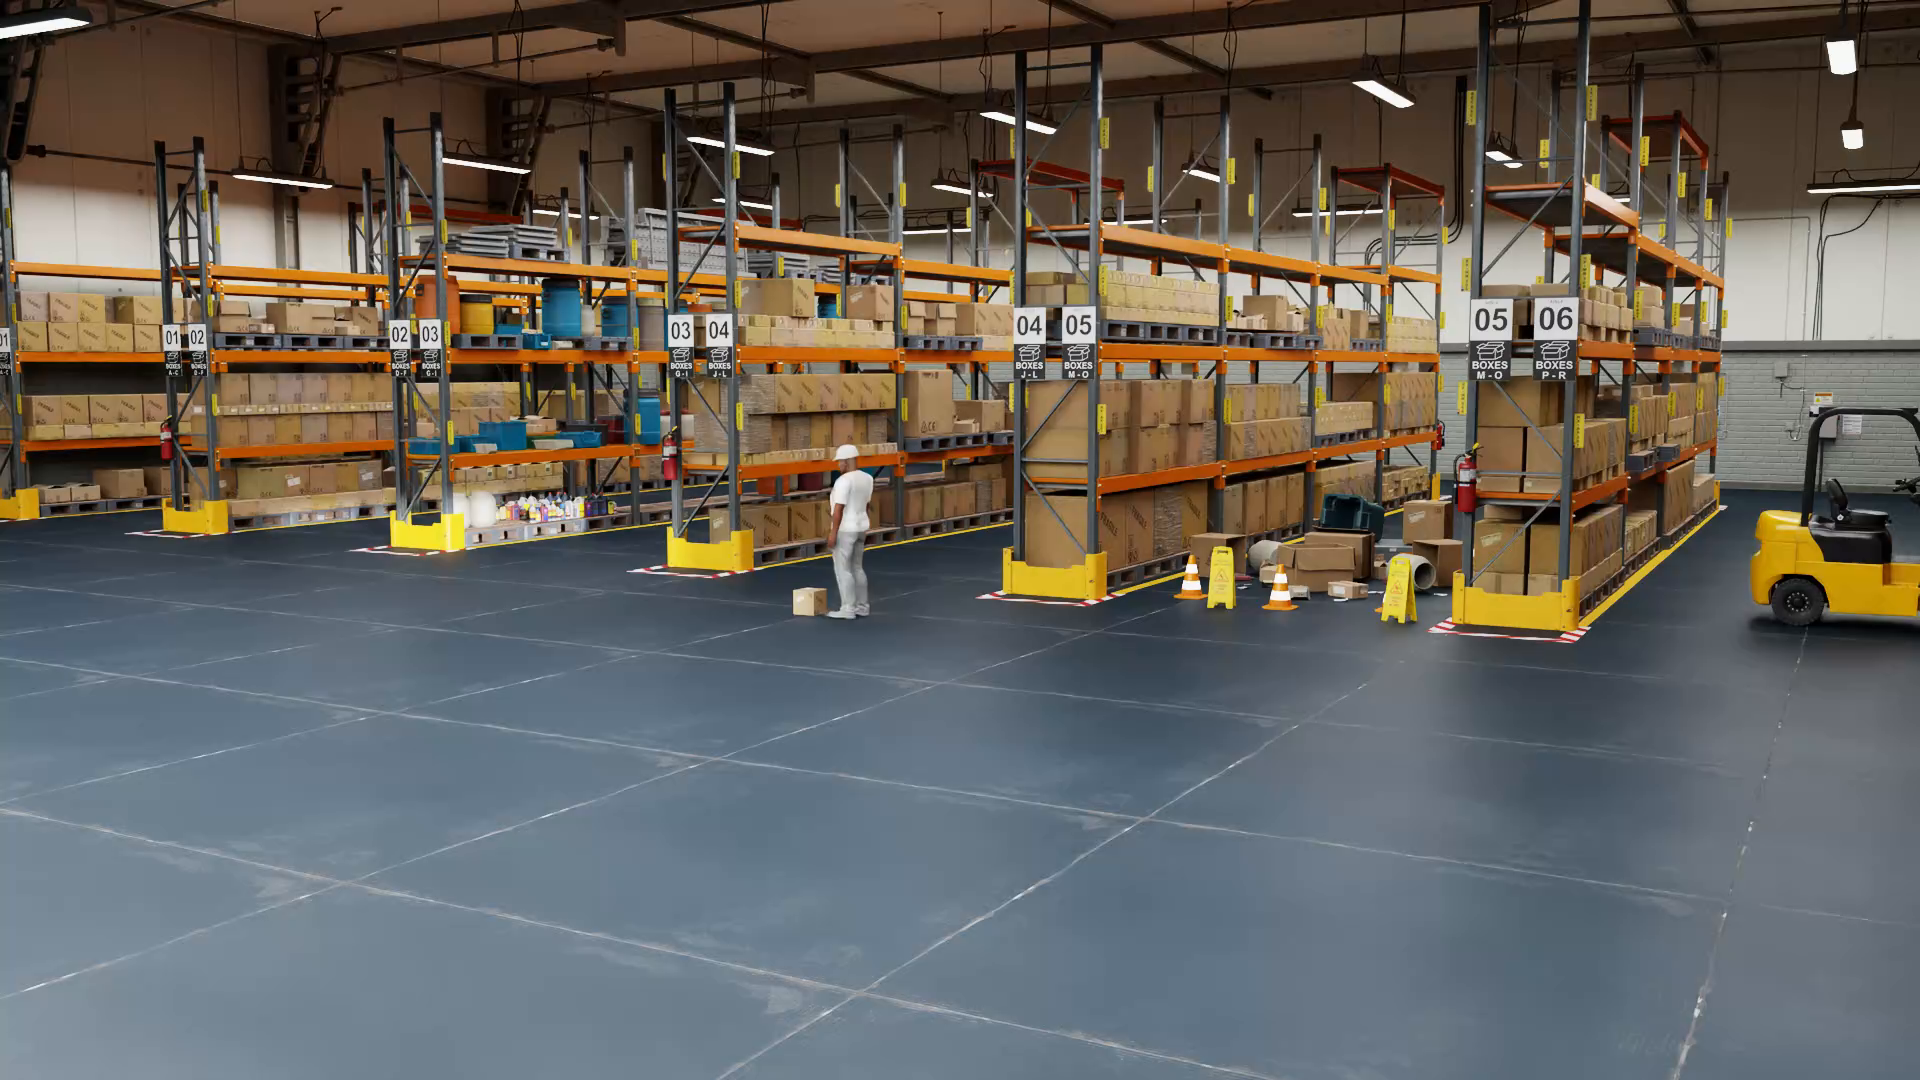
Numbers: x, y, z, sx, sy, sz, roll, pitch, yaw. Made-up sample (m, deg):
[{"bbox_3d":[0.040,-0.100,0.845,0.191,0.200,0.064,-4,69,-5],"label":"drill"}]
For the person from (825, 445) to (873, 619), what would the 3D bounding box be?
[{"bbox_3d":[-1.123,-0.089,16.895,0.364,1.762,0.566,3,7,30],"label":"person"}]
